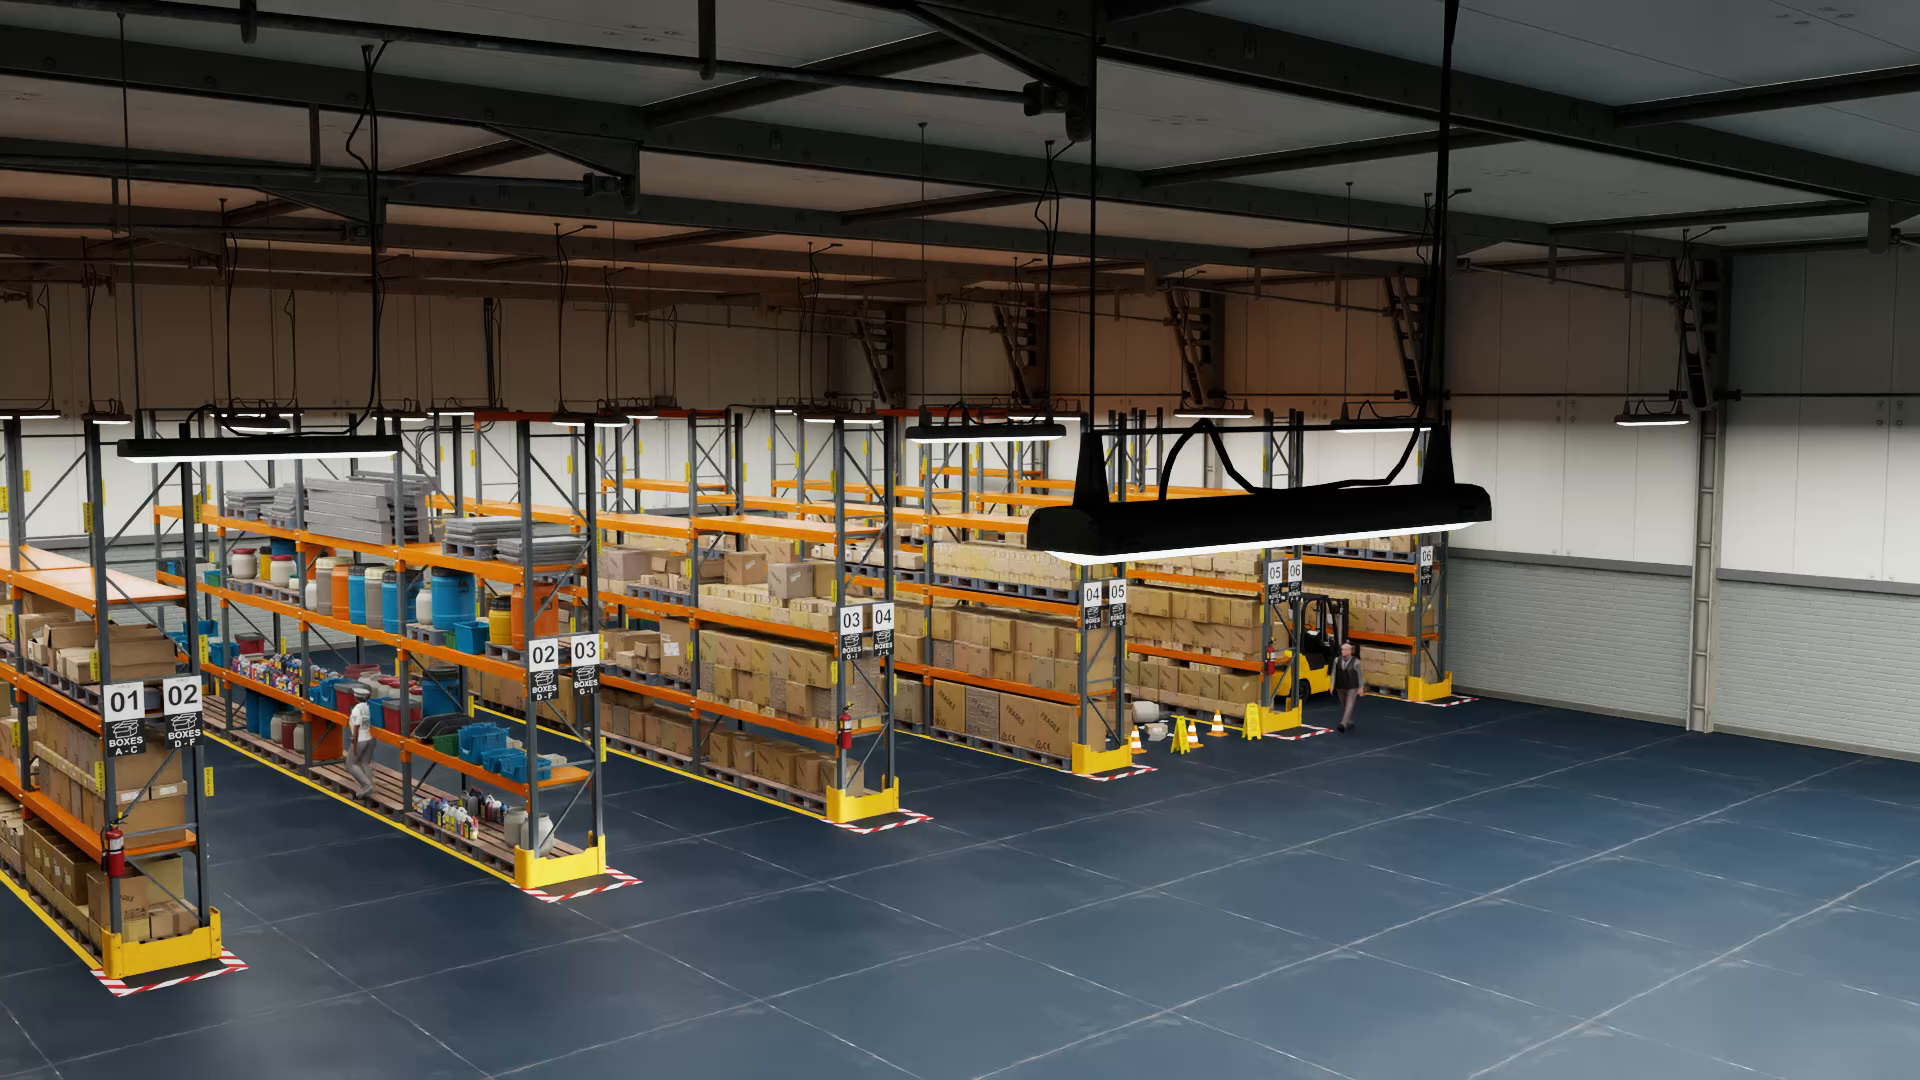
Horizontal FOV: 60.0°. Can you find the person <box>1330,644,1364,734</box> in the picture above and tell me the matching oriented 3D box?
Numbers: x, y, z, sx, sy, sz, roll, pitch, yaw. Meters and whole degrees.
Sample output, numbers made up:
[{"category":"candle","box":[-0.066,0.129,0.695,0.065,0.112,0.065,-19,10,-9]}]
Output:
[{"category":"person","box":[7.153,2.761,30.976,0.557,1.657,1.065,4,7,41]}]

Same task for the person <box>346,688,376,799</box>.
[{"category":"person","box":[-9.061,3.088,25.302,0.437,1.654,0.491,2,5,22]}]
